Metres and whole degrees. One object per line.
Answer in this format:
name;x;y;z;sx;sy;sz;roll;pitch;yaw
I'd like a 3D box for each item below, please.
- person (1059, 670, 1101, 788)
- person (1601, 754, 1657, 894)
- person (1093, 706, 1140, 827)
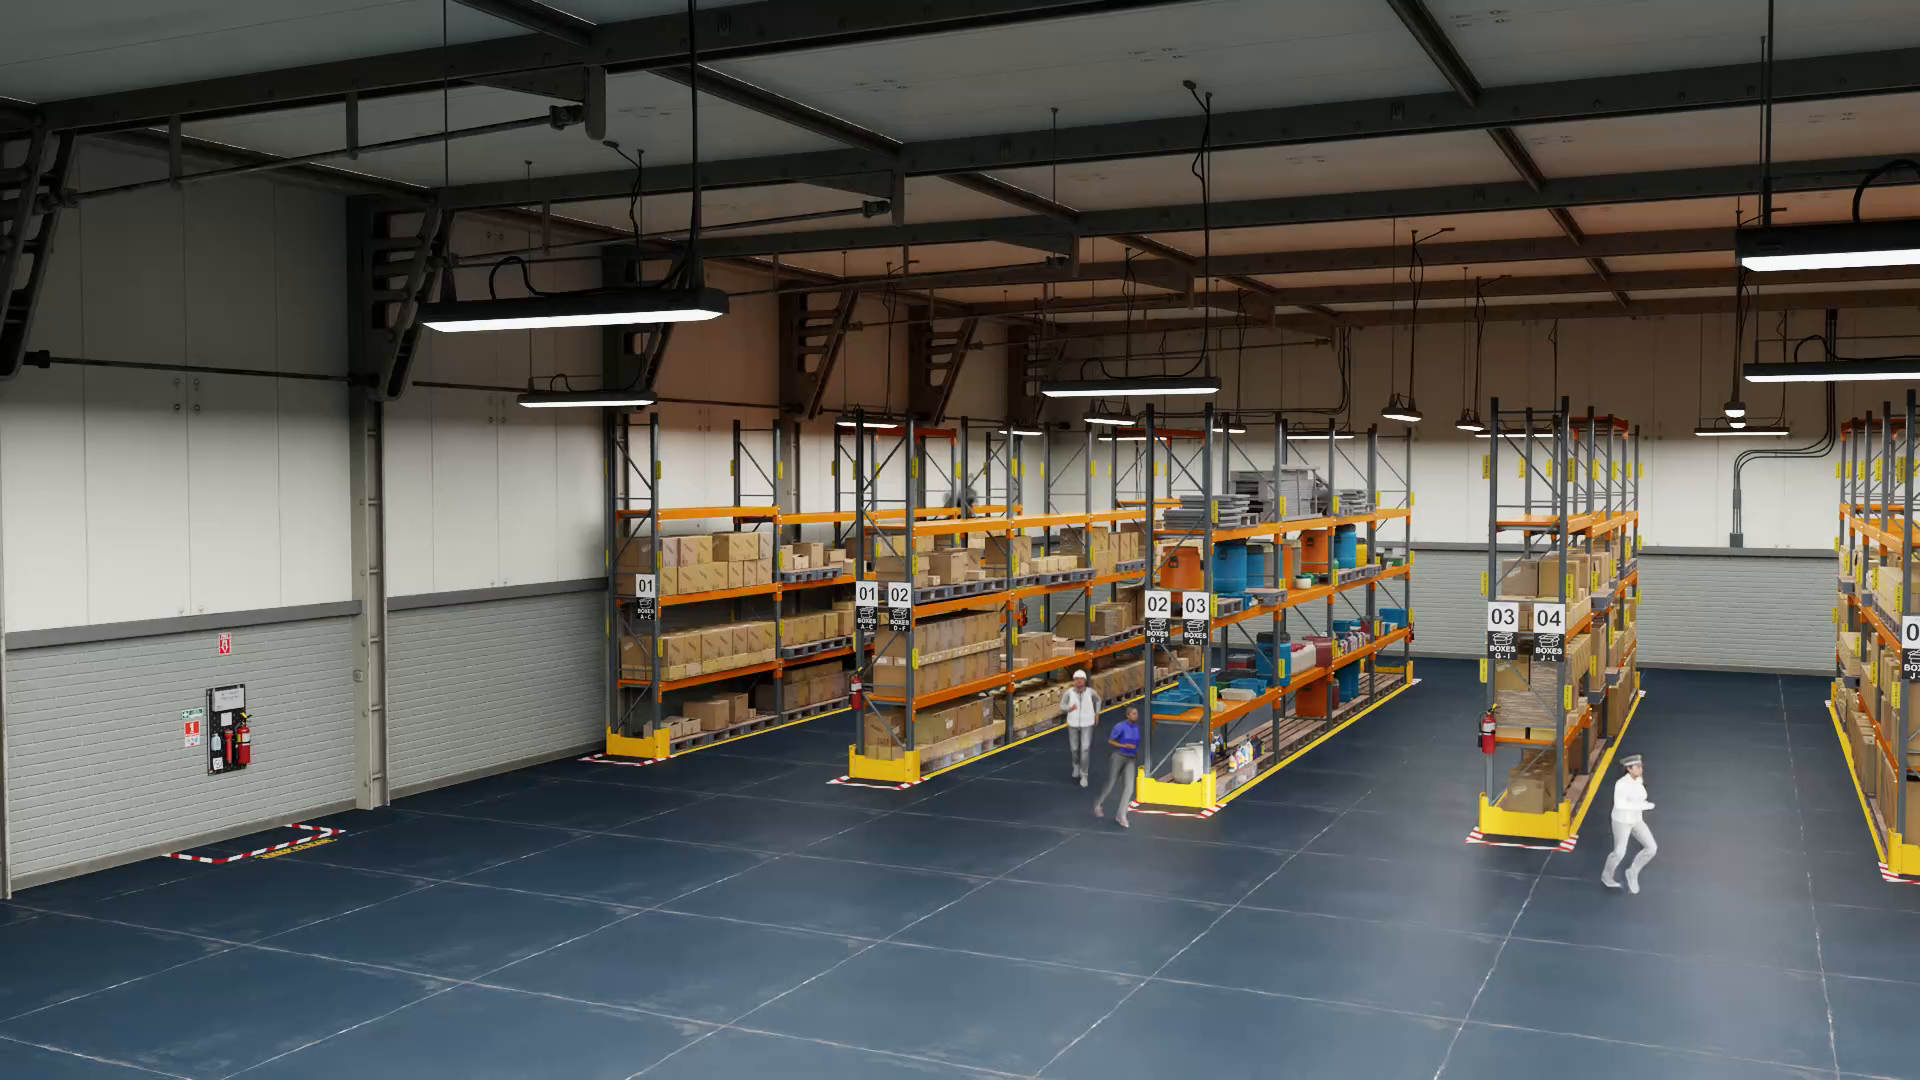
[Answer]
person;1.917;2.984;26.623;0.658;1.828;0.828;0;2;8
person;7.890;3.326;19.598;0.643;1.657;0.775;-1;3;-30
person;2.346;3.201;23.722;0.617;1.623;0.871;-1;3;-25
